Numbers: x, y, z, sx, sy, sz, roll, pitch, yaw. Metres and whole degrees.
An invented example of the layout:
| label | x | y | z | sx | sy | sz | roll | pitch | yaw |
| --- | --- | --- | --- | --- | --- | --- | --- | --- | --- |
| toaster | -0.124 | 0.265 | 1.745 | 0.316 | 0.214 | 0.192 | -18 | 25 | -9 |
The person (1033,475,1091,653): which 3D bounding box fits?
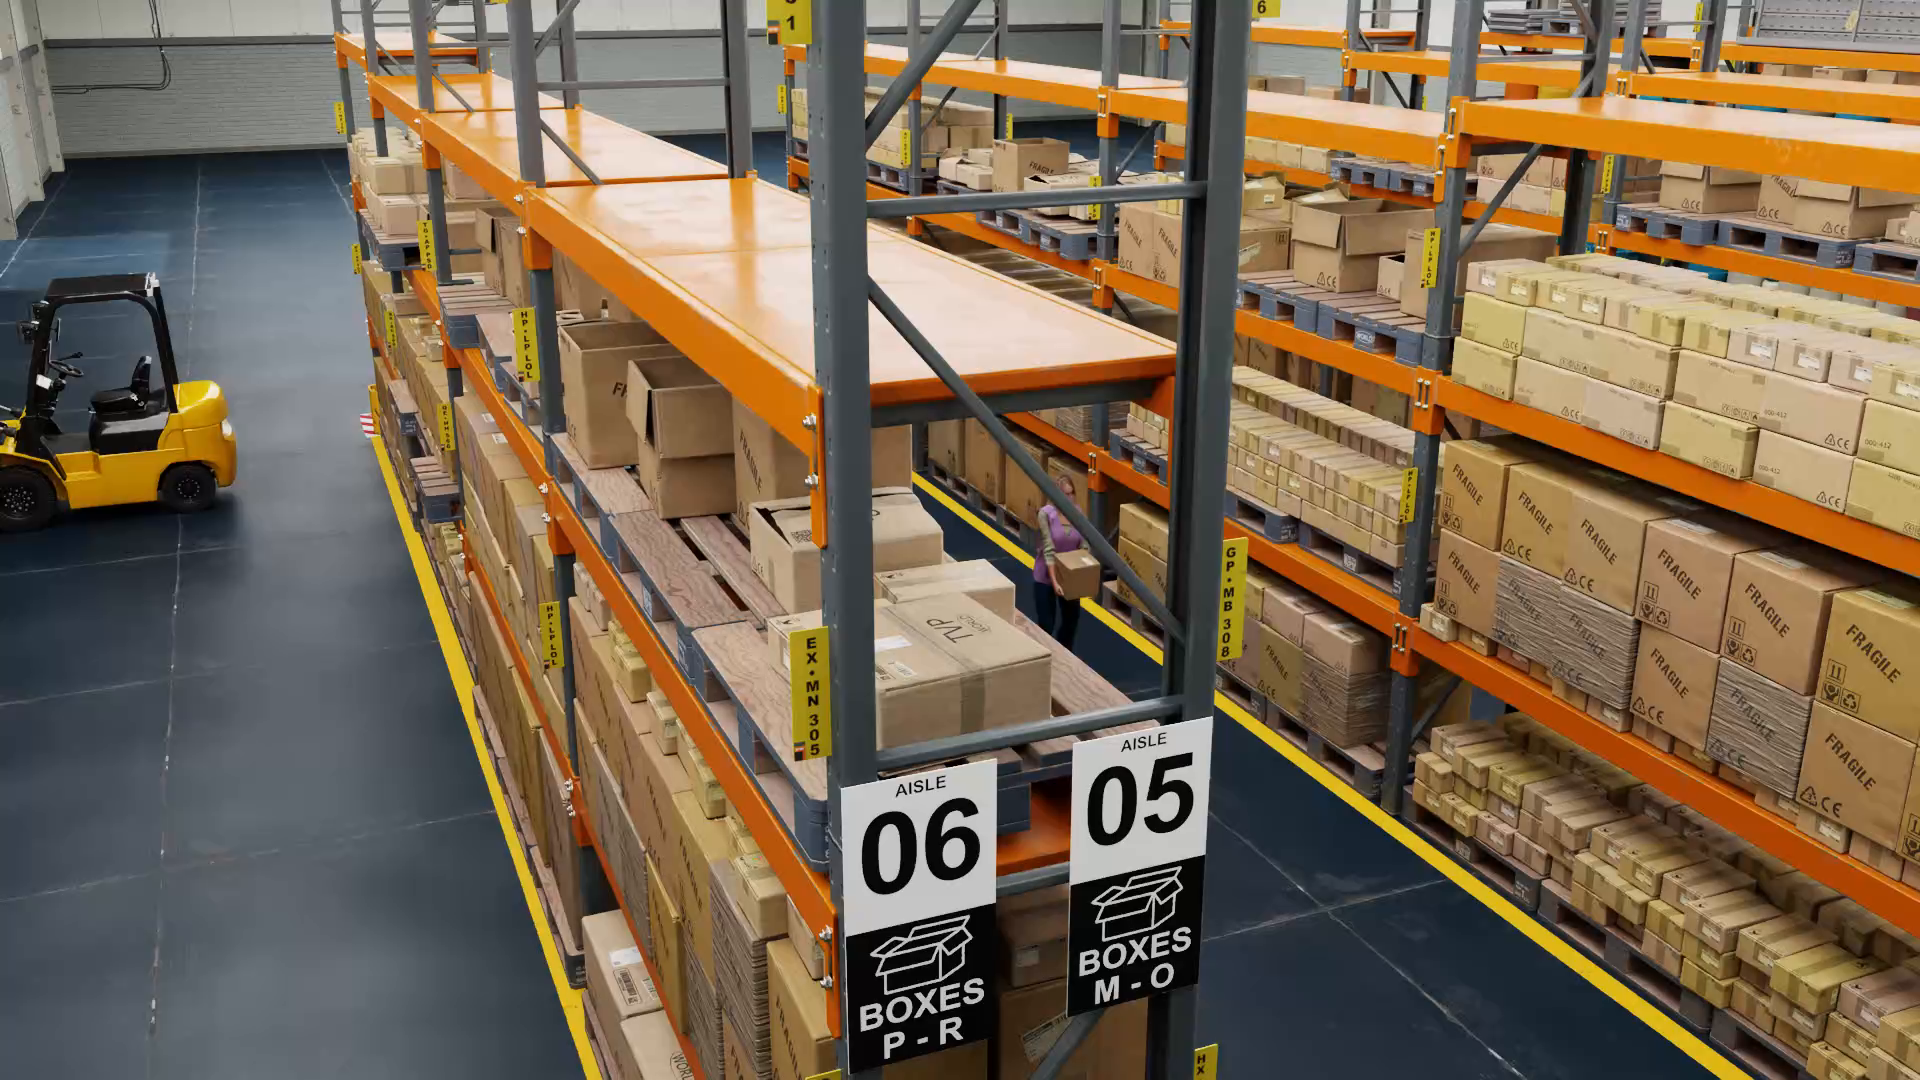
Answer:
| label | x | y | z | sx | sy | sz | roll | pitch | yaw |
| --- | --- | --- | --- | --- | --- | --- | --- | --- | --- |
| person | 0.742 | 0.322 | 11.921 | 0.375 | 1.583 | 0.503 | -9 | 21 | -24 |
